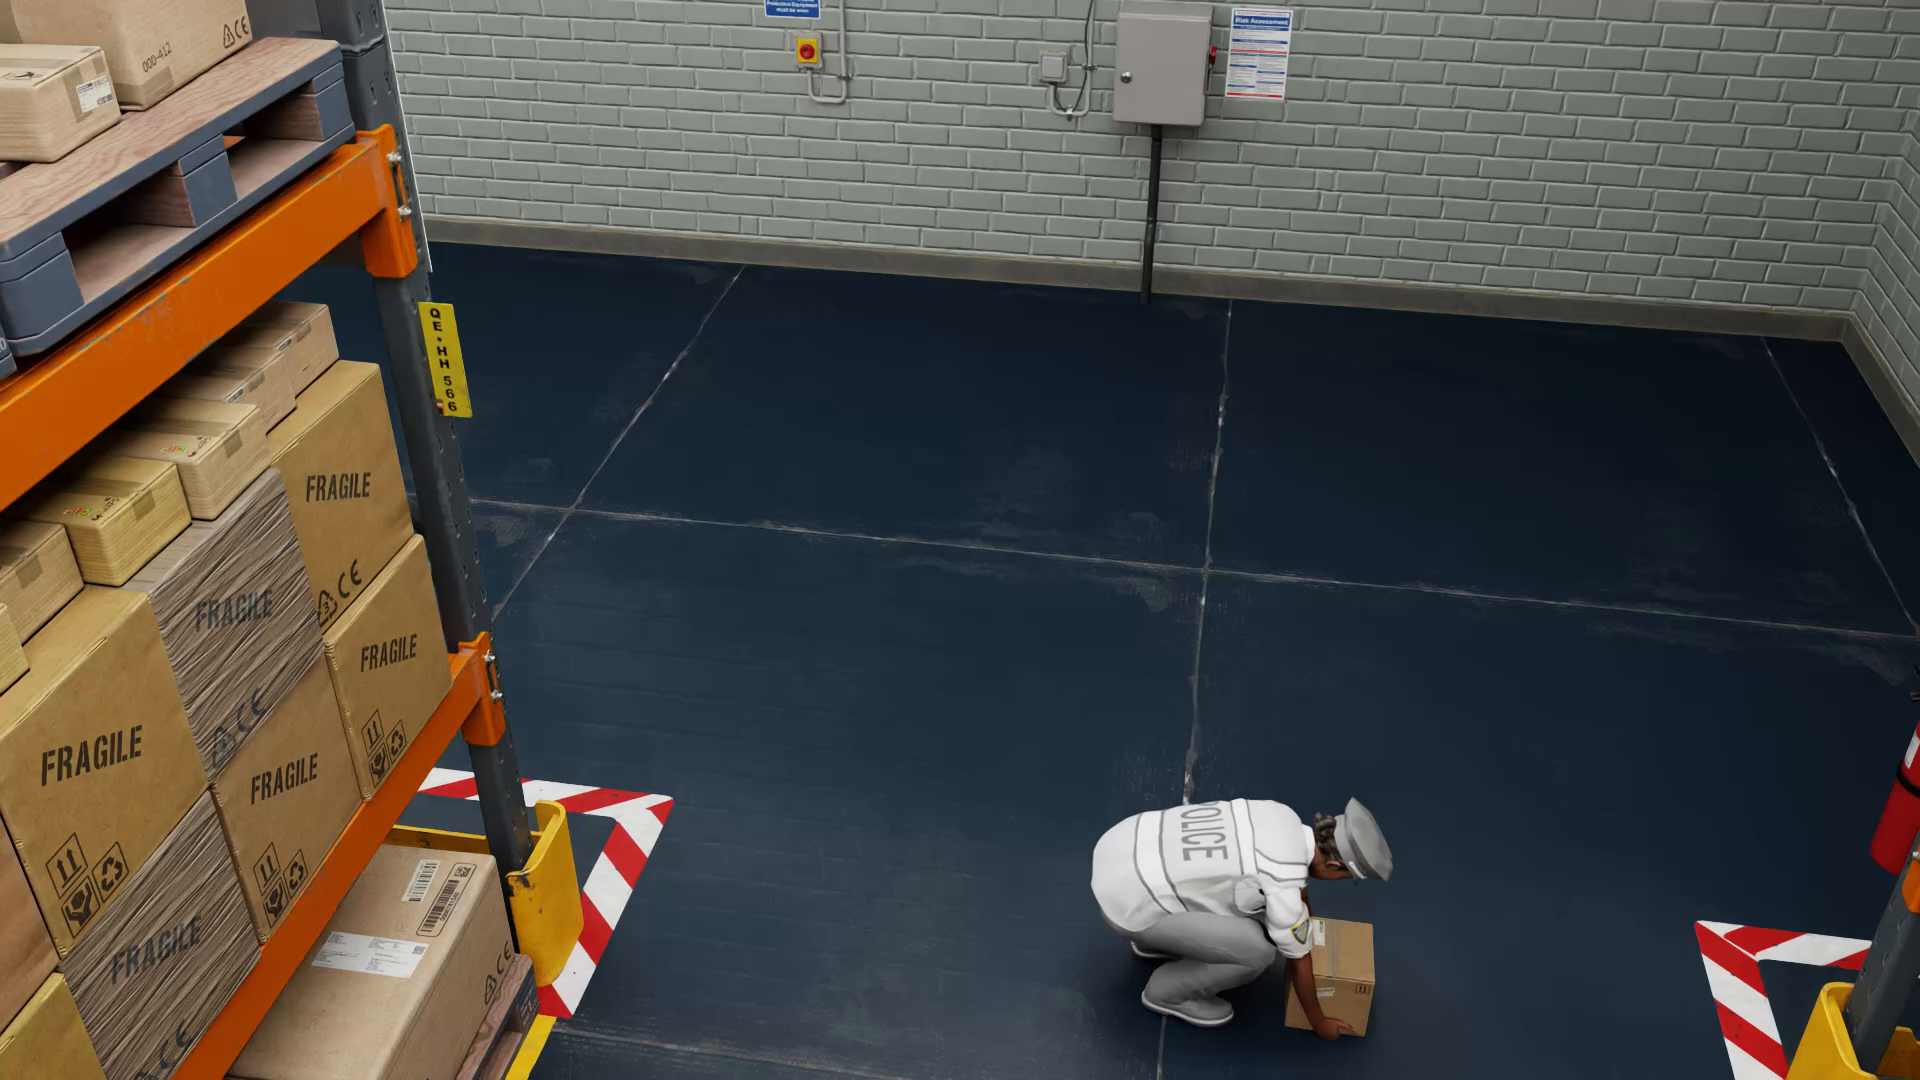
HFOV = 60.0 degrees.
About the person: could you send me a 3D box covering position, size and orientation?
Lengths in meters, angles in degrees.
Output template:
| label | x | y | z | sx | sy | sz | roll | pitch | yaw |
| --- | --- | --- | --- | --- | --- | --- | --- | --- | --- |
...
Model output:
| label | x | y | z | sx | sy | sz | roll | pitch | yaw |
| --- | --- | --- | --- | --- | --- | --- | --- | --- | --- |
| person | 0.867 | 1.143 | 5.212 | 0.915 | 0.791 | 0.454 | 5 | 33 | 7 |
